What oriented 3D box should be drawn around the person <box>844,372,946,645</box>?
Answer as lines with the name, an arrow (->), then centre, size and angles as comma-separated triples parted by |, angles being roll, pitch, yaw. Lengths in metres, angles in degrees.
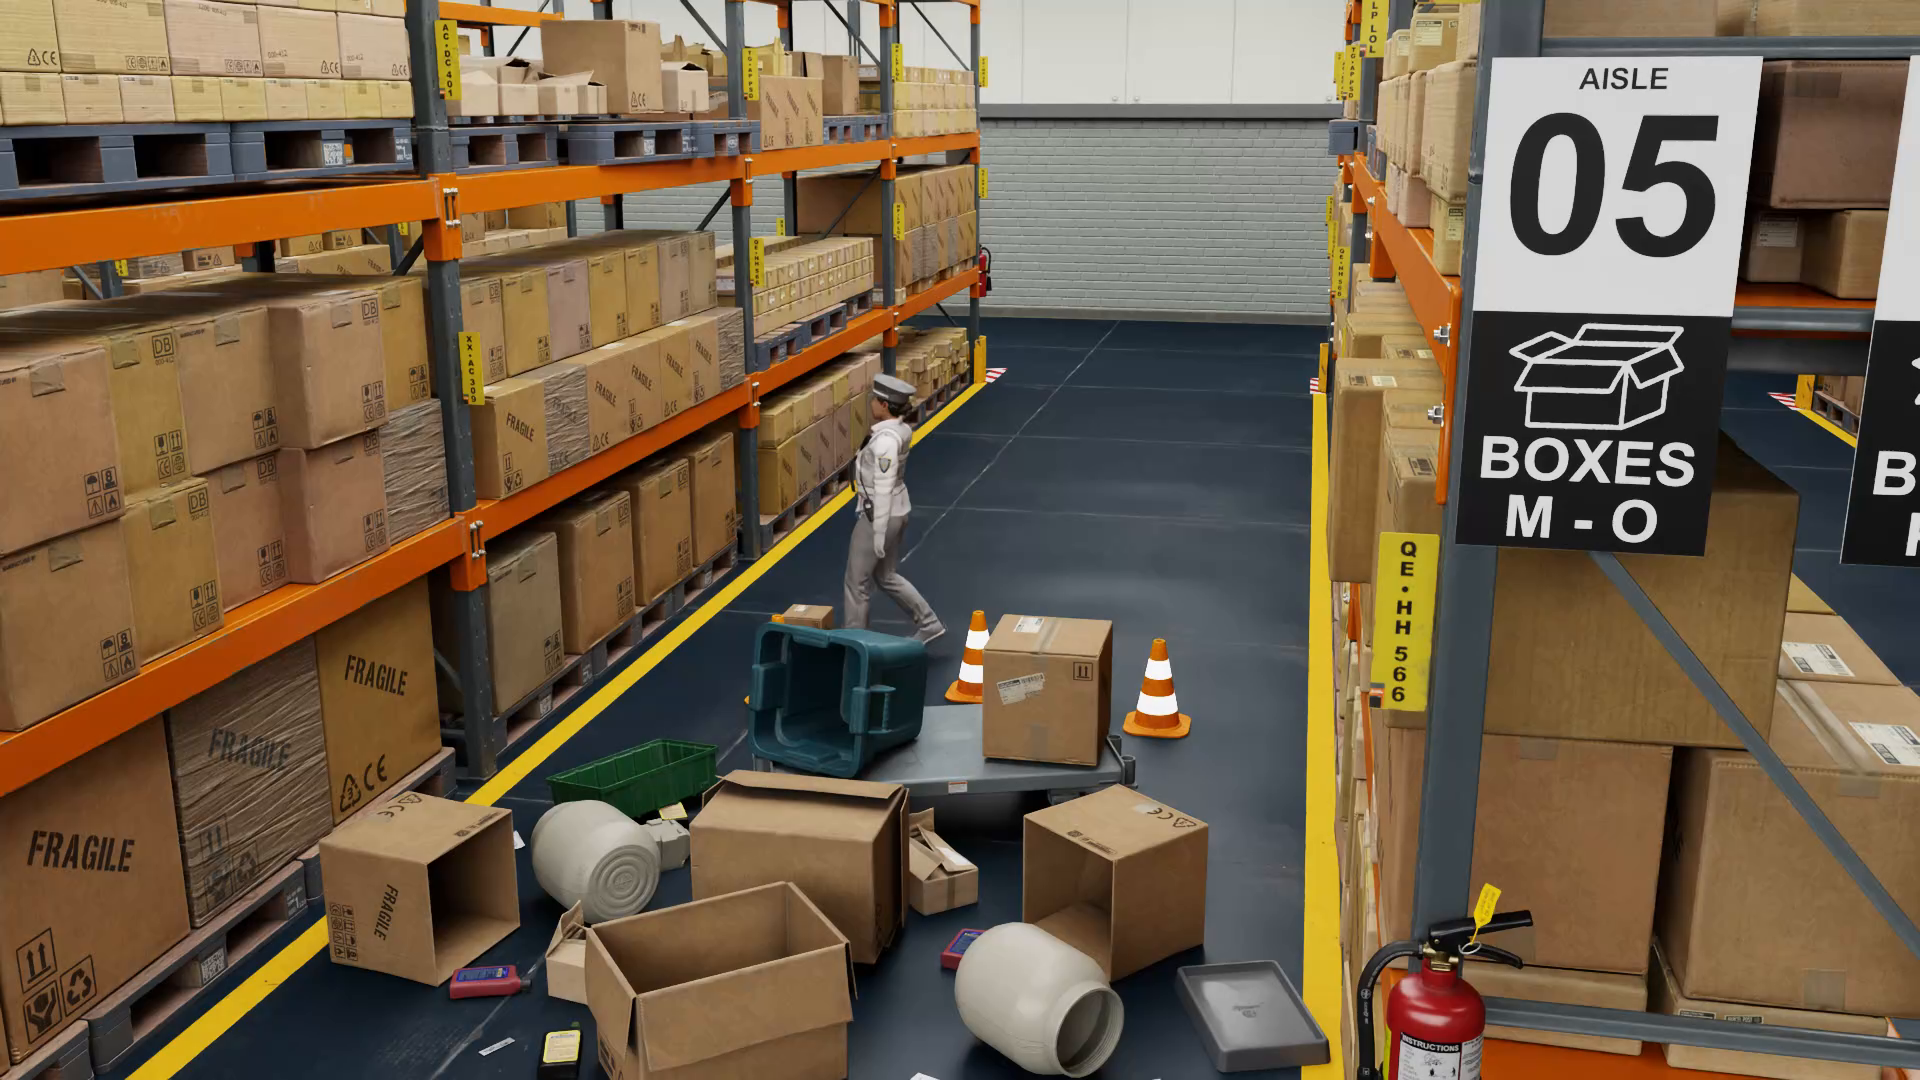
person -> -0.465, -0.130, 9.467 | 0.739, 1.659, 0.492 | 3, 15, 12
